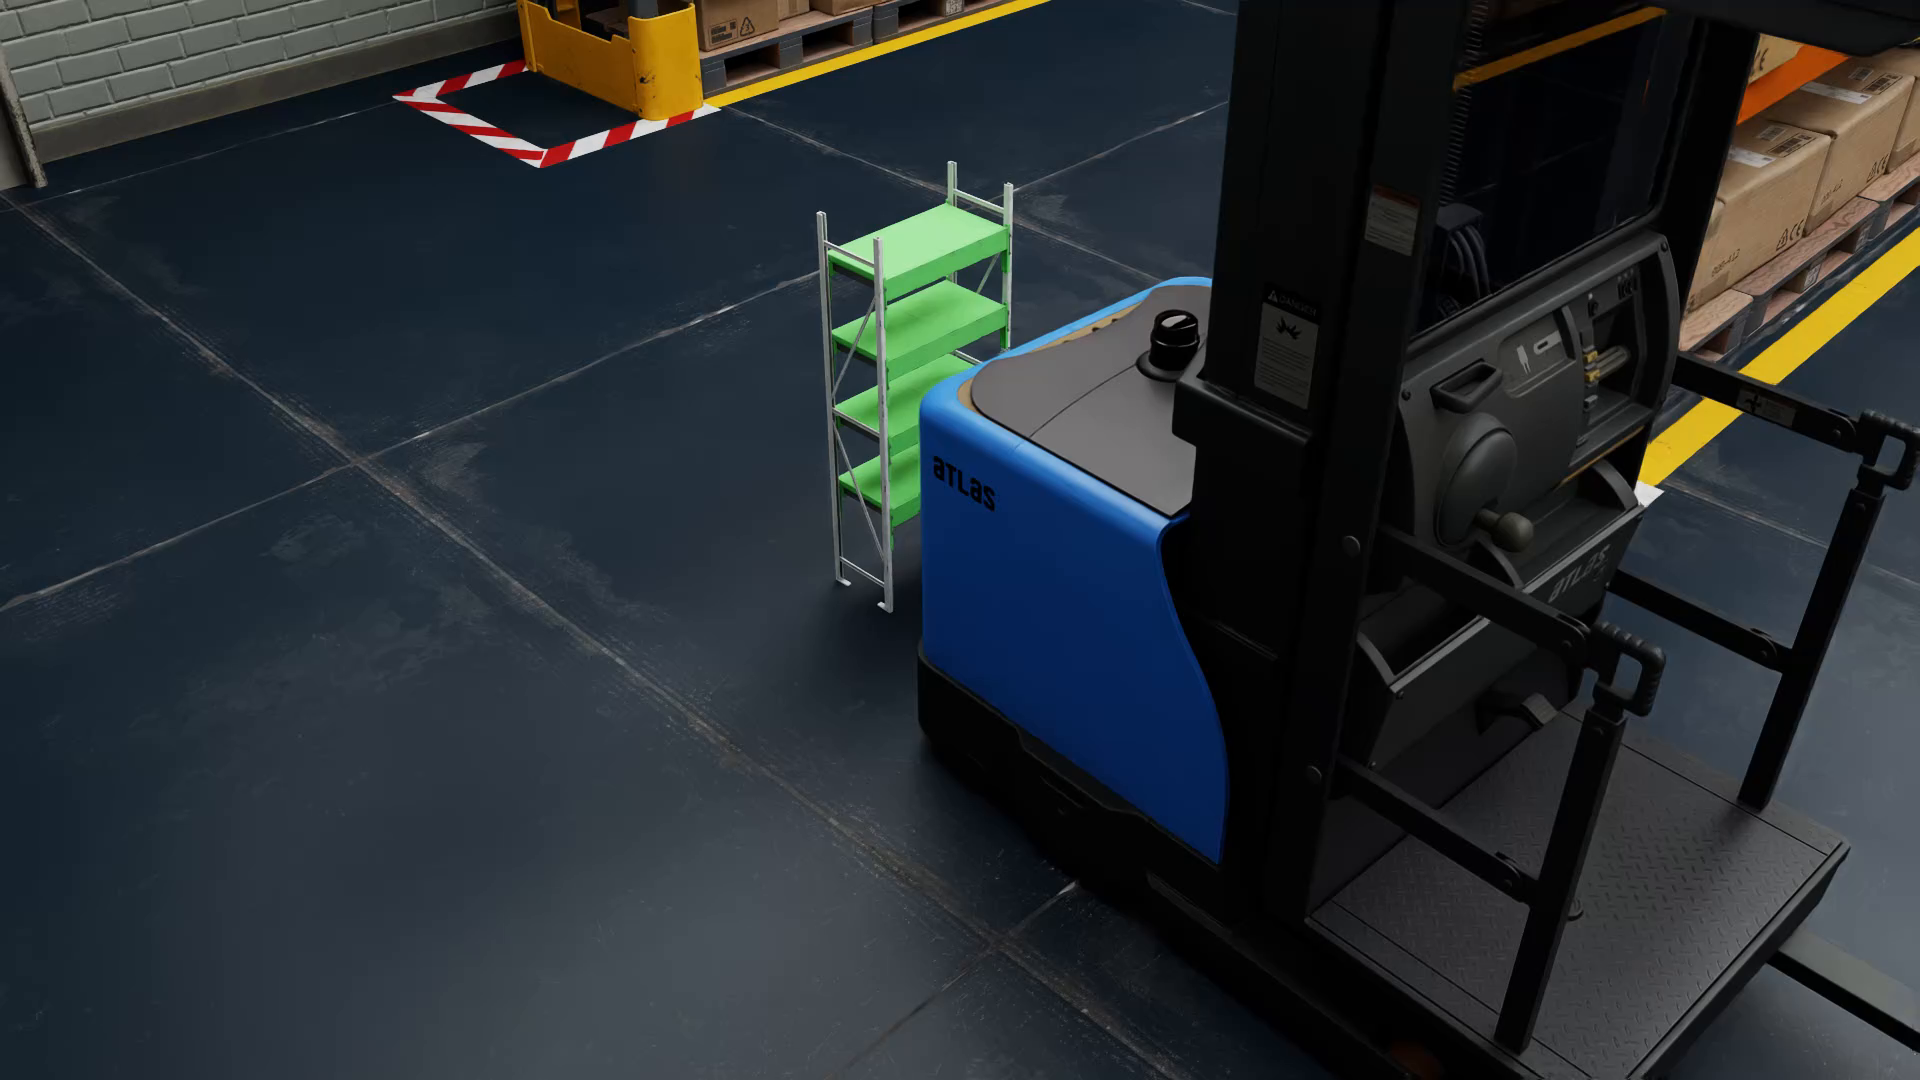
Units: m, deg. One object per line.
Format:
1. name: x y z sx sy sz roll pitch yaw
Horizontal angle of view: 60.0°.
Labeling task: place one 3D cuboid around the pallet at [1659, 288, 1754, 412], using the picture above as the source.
1. pallet: 2.177 -0.772 6.173 1.003 0.211 1.213 30 45 35

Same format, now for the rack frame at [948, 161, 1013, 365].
1. rack frame: 0.055 -0.524 4.952 0.240 1.200 0.015 30 45 35

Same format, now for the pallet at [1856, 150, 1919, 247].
1. pallet: 3.896 -1.763 7.593 1.003 0.211 1.213 30 45 35

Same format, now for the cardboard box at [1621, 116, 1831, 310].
1. cardboard box: 2.702 -1.365 6.457 0.875 0.438 0.875 -29 44 -34

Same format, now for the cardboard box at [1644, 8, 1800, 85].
1. cardboard box: 2.211 -1.680 4.950 0.500 0.500 0.500 29 44 35

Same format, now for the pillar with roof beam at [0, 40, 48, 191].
1. pillar with roof beam: -1.341 -3.554 2.479 9.100 9.000 0.400 30 45 35

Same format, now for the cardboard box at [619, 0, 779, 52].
1. cardboard box: -1.358 -2.918 8.626 0.797 0.503 0.637 28 43 34

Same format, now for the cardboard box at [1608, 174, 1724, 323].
1. cardboard box: 2.063 -0.990 5.920 0.875 0.438 0.875 28 44 34

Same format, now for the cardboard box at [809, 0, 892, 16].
1. cardboard box: -0.728 -3.248 9.102 0.500 0.500 0.700 -28 44 -34

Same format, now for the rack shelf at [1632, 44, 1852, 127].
1. rack shelf: 3.078 -2.077 6.235 1.077 0.370 4.000 30 45 35

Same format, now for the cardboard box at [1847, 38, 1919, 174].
1. cardboard box: 3.969 -2.094 7.503 0.875 0.438 0.875 29 44 35

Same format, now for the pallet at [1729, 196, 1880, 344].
1. pallet: 3.036 -1.265 6.880 1.003 0.211 1.213 30 45 35

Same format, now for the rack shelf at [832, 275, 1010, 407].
1. rack shelf: -0.117 -0.569 4.710 0.258 0.148 0.480 30 45 35

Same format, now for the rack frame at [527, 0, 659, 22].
1. rack frame: -1.856 -3.559 7.731 1.000 3.000 0.127 30 45 35

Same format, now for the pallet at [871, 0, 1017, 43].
1. pallet: -0.382 -3.263 9.744 1.003 0.211 1.213 30 45 35

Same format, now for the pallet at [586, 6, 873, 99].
1. pallet: -1.242 -2.770 9.038 1.003 0.211 1.213 30 45 35

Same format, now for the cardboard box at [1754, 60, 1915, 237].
1. cardboard box: 3.338 -1.730 6.981 0.875 0.438 0.875 28 44 34

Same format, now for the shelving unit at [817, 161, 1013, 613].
1. shelving unit: -0.117 -0.425 4.810 0.258 1.200 0.503 30 45 35

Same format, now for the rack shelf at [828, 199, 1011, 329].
1. rack shelf: -0.117 -0.766 4.572 0.258 0.148 0.480 30 45 35

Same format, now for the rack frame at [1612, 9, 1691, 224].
1. rack frame: 1.669 -1.560 4.865 1.000 3.000 0.127 30 45 35

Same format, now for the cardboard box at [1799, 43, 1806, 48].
1. cardboard box: 2.547 -1.897 5.260 0.500 0.500 0.500 29 44 35

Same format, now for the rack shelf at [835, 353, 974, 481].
1. rack shelf: -0.117 -0.373 4.847 0.258 0.148 0.480 30 45 35

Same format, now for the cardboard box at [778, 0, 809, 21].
1. cardboard box: -1.031 -2.929 8.953 0.380 0.149 0.250 28 43 34

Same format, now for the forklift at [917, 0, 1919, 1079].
1. forklift: 1.253 -0.234 3.024 1.130 2.935 3.031 -28 43 -34

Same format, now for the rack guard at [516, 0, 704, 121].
1. rack guard: -1.803 -2.565 8.490 1.175 0.500 0.348 30 45 35

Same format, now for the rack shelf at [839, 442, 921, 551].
1. rack shelf: -0.117 -0.176 4.984 0.258 0.148 0.480 30 45 35

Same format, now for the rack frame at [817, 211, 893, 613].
1. rack frame: -0.289 -0.326 4.668 0.240 1.200 0.015 30 45 35
